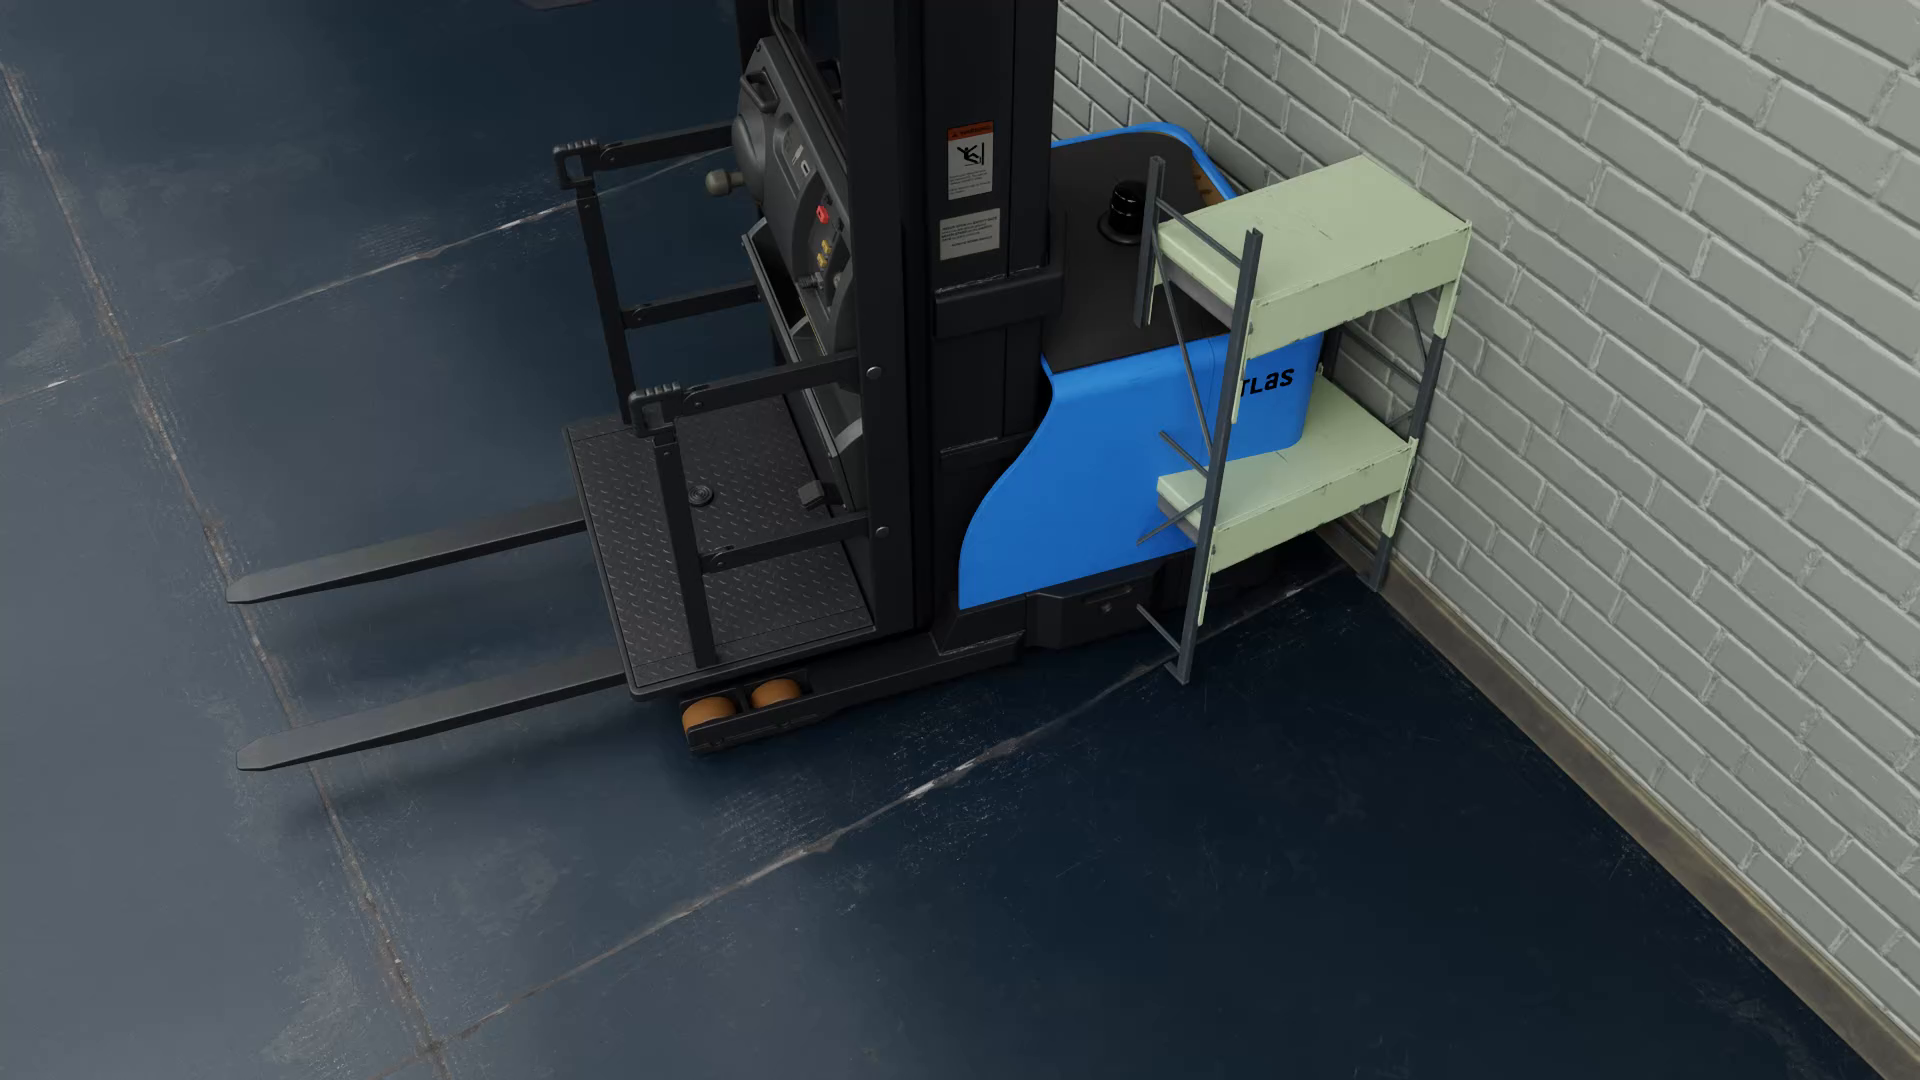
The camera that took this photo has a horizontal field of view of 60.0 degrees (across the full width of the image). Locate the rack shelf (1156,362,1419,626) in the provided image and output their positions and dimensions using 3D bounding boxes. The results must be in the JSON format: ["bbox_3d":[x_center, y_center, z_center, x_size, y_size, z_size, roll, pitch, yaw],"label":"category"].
[{"bbox_3d":[0.860,-0.142,4.734,0.720,0.370,0.431,-22,48,-23],"label":"rack shelf"}]

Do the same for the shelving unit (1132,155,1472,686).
[{"bbox_3d":[0.866,-0.380,4.511,0.755,1.500,0.431,-22,48,-23],"label":"shelving unit"}]

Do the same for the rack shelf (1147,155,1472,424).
[{"bbox_3d":[0.873,-0.665,4.245,0.720,0.370,0.431,-22,48,-23],"label":"rack shelf"}]

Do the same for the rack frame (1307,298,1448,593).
[{"bbox_3d":[1.177,-0.507,4.656,0.023,1.500,0.400,-22,48,-23],"label":"rack frame"}]

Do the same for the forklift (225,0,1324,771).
[{"bbox_3d":[-0.595,-0.822,4.019,3.031,2.935,1.130,-14,50,-13],"label":"forklift"}]

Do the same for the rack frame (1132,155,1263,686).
[{"bbox_3d":[0.554,-0.253,4.367,0.023,1.500,0.400,-22,48,-23],"label":"rack frame"}]
